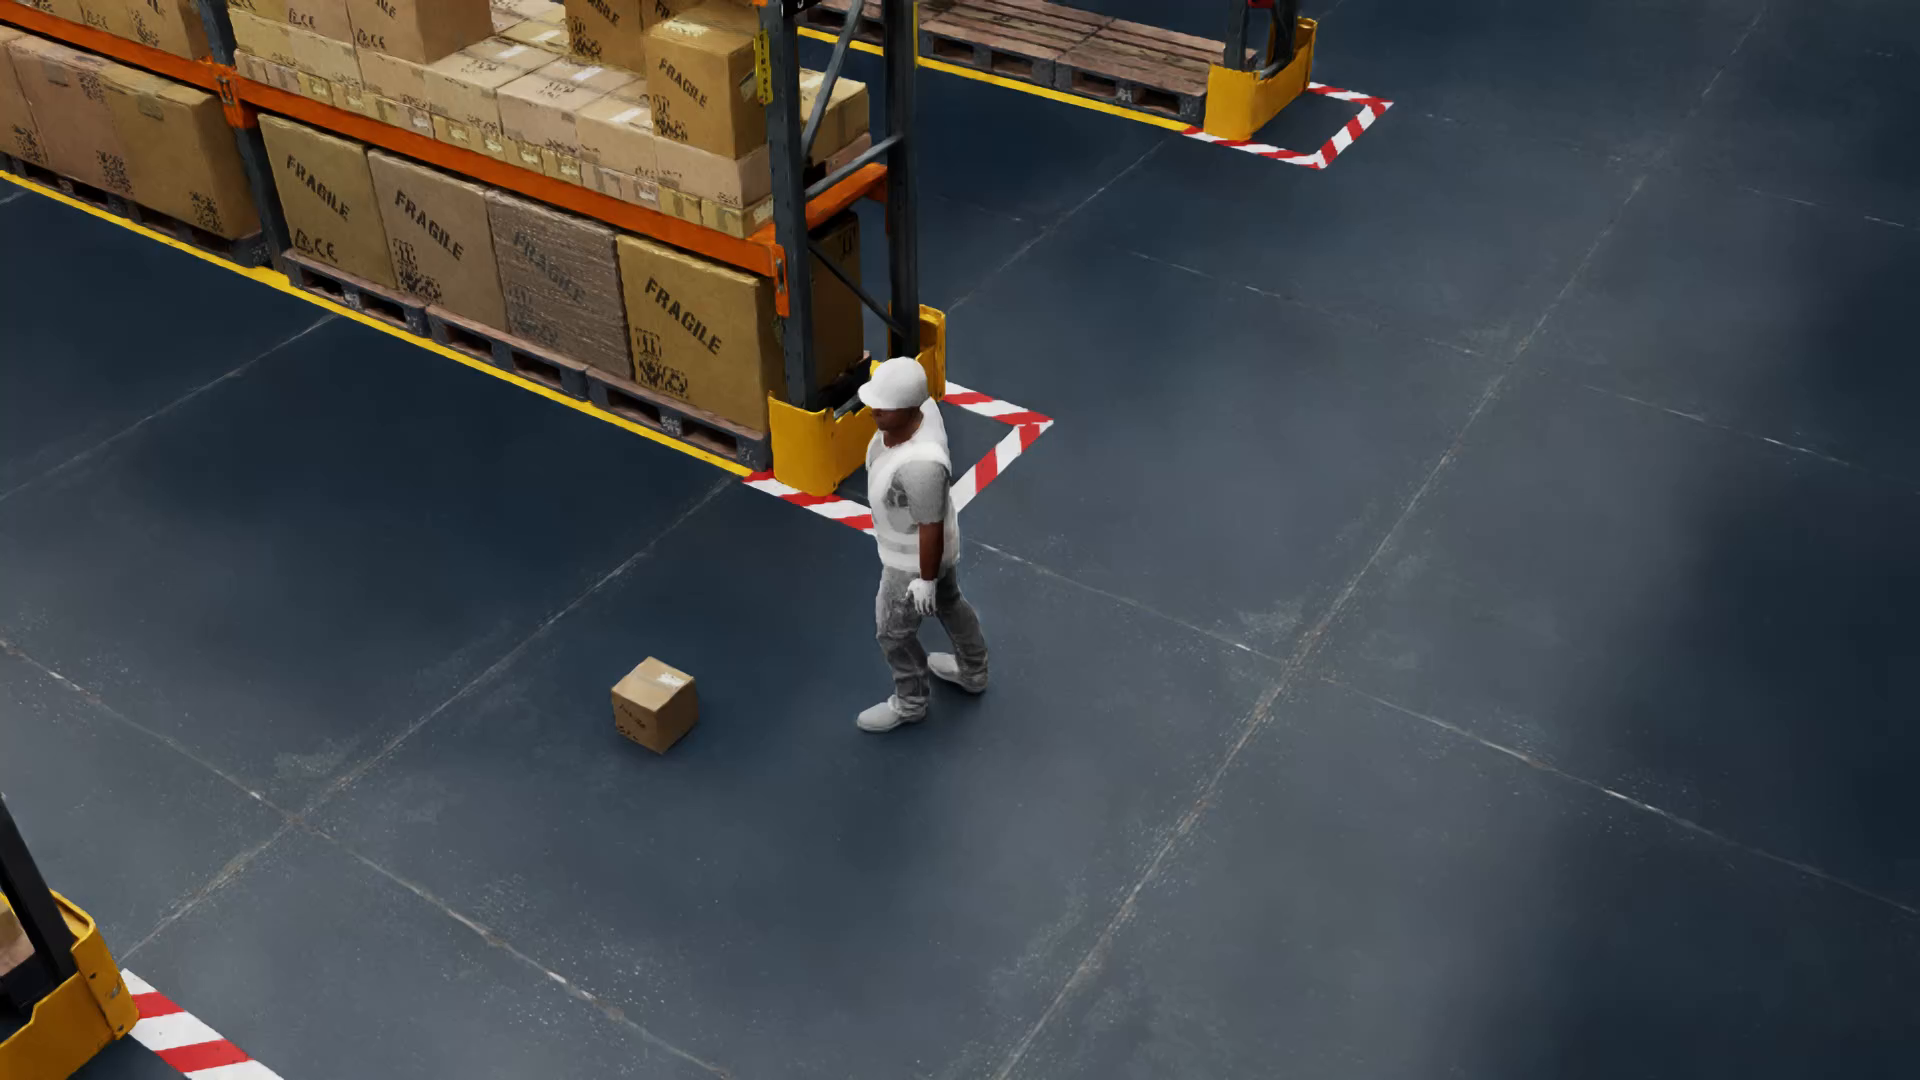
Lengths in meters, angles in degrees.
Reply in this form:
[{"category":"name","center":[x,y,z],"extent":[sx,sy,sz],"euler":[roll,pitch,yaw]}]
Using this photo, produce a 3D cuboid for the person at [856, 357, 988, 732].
[{"category":"person","center":[-0.161,0.016,6.645],"extent":[0.568,1.777,0.574],"euler":[-1,38,-1]}]
